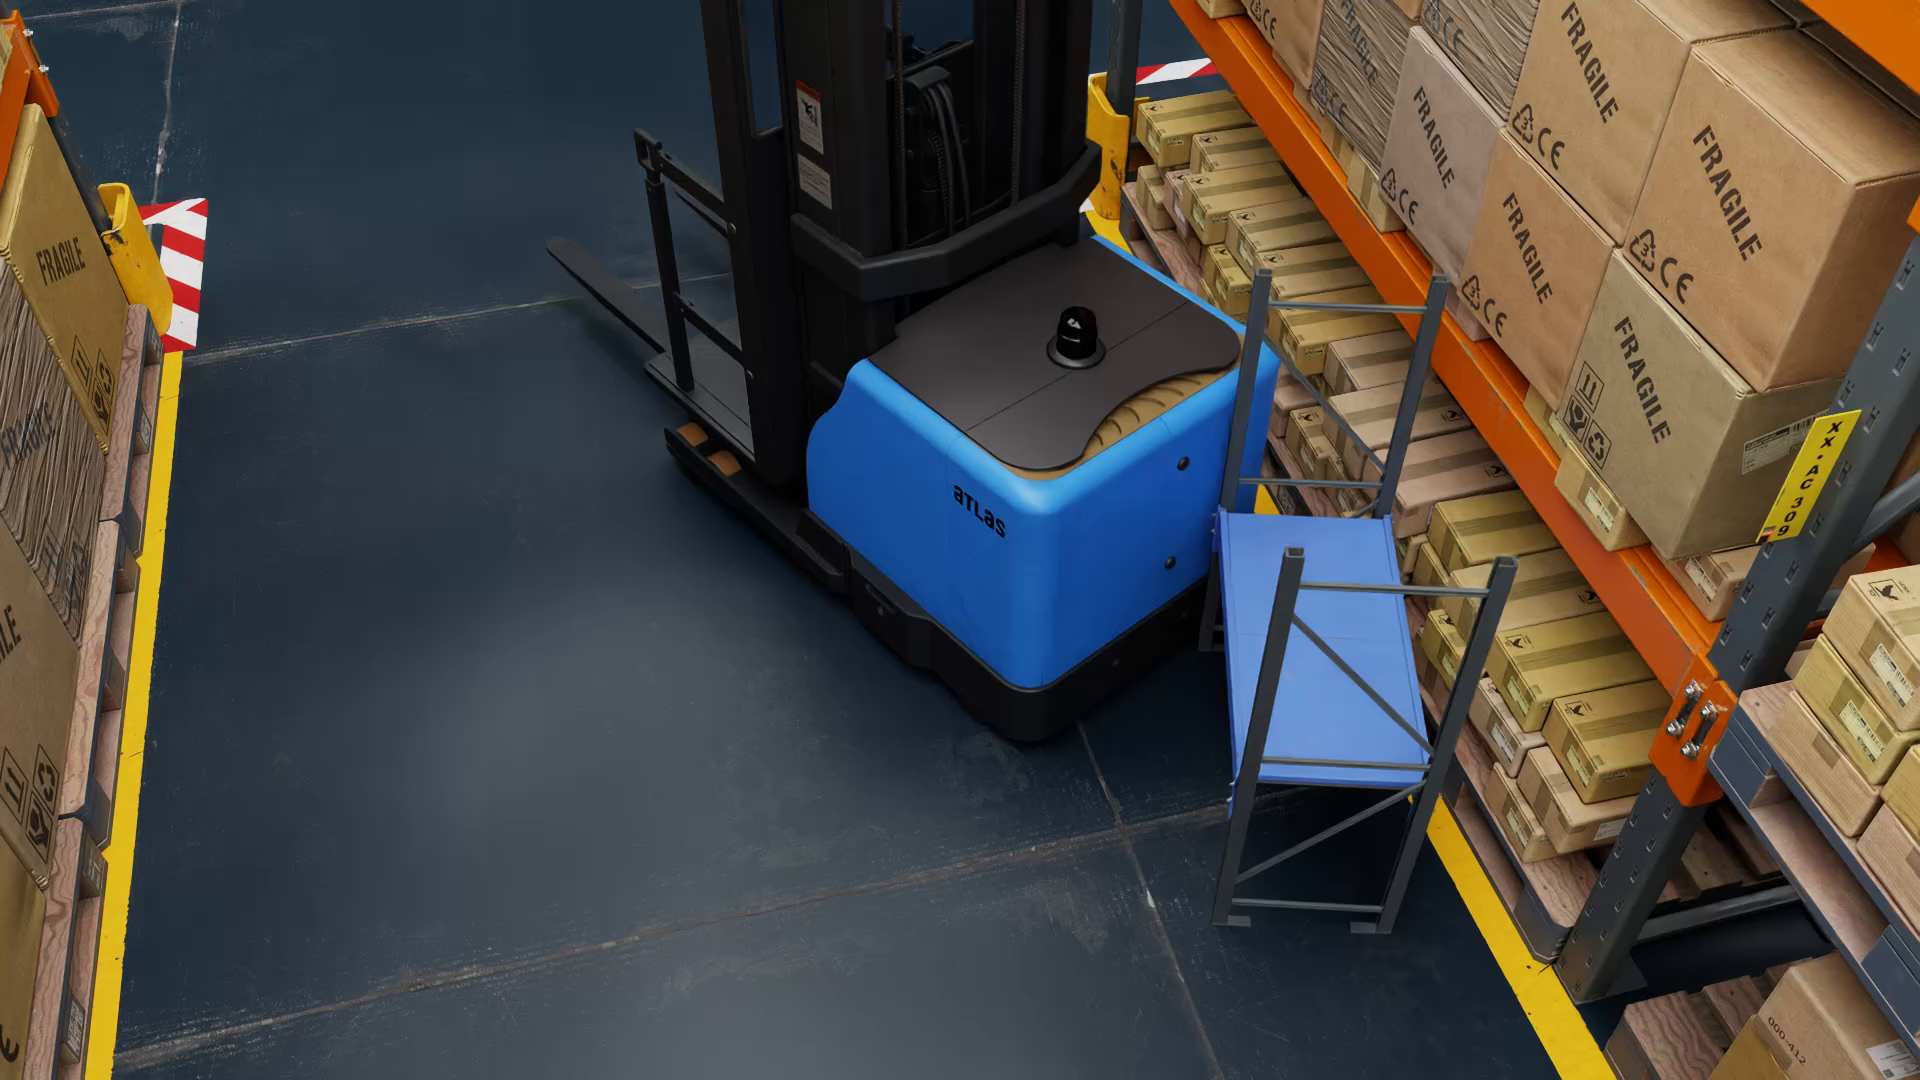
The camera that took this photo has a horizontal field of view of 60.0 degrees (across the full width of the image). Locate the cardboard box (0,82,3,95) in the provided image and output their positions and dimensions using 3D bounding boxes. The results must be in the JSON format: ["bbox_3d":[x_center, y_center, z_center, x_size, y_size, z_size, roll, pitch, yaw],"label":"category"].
[{"bbox_3d":[-3.234,-1.389,5.187,0.380,0.149,0.250,-10,46,-10],"label":"cardboard box"}]

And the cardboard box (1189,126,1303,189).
[{"bbox_3d":[1.102,-1.444,6.351,0.380,0.149,0.250,-10,46,-10],"label":"cardboard box"}]

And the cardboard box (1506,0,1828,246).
[{"bbox_3d":[1.614,-1.038,3.688,0.500,0.500,0.500,-12,47,-12],"label":"cardboard box"}]

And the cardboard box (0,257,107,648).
[{"bbox_3d":[-3.237,-0.190,5.030,0.875,0.875,0.875,-11,47,-10],"label":"cardboard box"}]

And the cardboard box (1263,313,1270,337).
[{"bbox_3d":[1.279,-0.809,5.936,0.380,0.149,0.250,-13,47,-12],"label":"cardboard box"}]

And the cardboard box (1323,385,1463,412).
[{"bbox_3d":[1.449,-0.441,5.576,0.380,0.149,0.250,-9,46,-8],"label":"cardboard box"}]

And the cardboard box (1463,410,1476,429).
[{"bbox_3d":[1.838,-0.433,5.776,0.380,0.149,0.250,-9,46,-9],"label":"cardboard box"}]

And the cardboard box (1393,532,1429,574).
[{"bbox_3d":[1.525,-0.060,5.202,0.380,0.149,0.250,-10,46,-9],"label":"cardboard box"}]

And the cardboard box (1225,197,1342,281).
[{"bbox_3d":[1.186,-1.091,6.004,0.380,0.149,0.250,-13,47,-12],"label":"cardboard box"}]

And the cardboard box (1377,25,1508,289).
[{"bbox_3d":[1.478,-1.041,4.392,0.500,0.500,0.500,-11,47,-11],"label":"cardboard box"}]

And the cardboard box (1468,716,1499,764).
[{"bbox_3d":[1.718,0.530,4.832,0.380,0.149,0.250,-10,46,-9],"label":"cardboard box"}]

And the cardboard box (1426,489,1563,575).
[{"bbox_3d":[1.625,-0.006,4.941,0.380,0.149,0.250,-9,46,-9],"label":"cardboard box"}]

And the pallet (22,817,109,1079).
[{"bbox_3d":[-2.806,1.356,4.273,1.003,0.211,1.213,-11,47,-10],"label":"pallet"}]

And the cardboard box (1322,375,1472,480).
[{"bbox_3d":[1.386,-0.360,5.288,0.380,0.149,0.250,-12,47,-12],"label":"cardboard box"}]

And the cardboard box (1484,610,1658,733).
[{"bbox_3d":[1.687,0.358,4.585,0.380,0.149,0.250,-10,46,-10],"label":"cardboard box"}]

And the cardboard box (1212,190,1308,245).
[{"bbox_3d":[1.159,-1.172,6.292,0.380,0.149,0.250,-10,46,-10],"label":"cardboard box"}]

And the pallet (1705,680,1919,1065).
[{"bbox_3d":[2.188,0.704,3.094,1.003,0.211,1.213,-11,47,-10],"label":"pallet"}]

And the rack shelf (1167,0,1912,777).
[{"bbox_3d":[1.621,-1.047,5.179,1.077,0.370,4.000,-11,47,-10],"label":"rack shelf"}]

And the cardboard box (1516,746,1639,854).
[{"bbox_3d":[1.745,0.670,4.487,0.380,0.149,0.250,-10,46,-10],"label":"cardboard box"}]

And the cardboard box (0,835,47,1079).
[{"bbox_3d":[-2.779,1.046,3.818,0.875,0.875,0.875,-11,47,-10],"label":"cardboard box"}]

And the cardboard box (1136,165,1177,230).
[{"bbox_3d":[0.934,-1.408,6.732,0.380,0.149,0.250,-10,46,-10],"label":"cardboard box"}]

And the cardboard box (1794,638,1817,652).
[{"bbox_3d":[2.232,0.248,4.692,0.380,0.149,0.250,-9,46,-8],"label":"cardboard box"}]

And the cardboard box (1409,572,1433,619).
[{"bbox_3d":[1.638,0.155,5.200,0.380,0.149,0.250,-12,47,-11],"label":"cardboard box"}]

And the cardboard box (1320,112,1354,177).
[{"bbox_3d":[1.324,-1.240,5.041,0.380,0.149,0.250,-9,46,-9],"label":"cardboard box"}]

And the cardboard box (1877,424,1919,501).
[{"bbox_3d":[2.250,-0.445,3.807,0.500,0.500,0.500,-11,47,-11],"label":"cardboard box"}]

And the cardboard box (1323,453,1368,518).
[{"bbox_3d":[1.437,-0.182,5.530,0.380,0.149,0.250,-10,46,-10],"label":"cardboard box"}]

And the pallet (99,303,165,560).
[{"bbox_3d":[-3.431,-0.328,5.924,1.003,0.211,1.213,-11,47,-10],"label":"pallet"}]

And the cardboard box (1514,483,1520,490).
[{"bbox_3d":[1.987,-0.181,5.321,0.380,0.149,0.250,-9,46,-8],"label":"cardboard box"}]

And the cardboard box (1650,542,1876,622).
[{"bbox_3d":[1.834,0.016,3.810,0.380,0.149,0.250,-11,47,-11],"label":"cardboard box"}]

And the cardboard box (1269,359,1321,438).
[{"bbox_3d":[1.247,-0.529,5.870,0.380,0.149,0.250,-13,47,-12],"label":"cardboard box"}]

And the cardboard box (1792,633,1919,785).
[{"bbox_3d":[1.789,0.275,3.054,0.380,0.149,0.250,-10,46,-10],"label":"cardboard box"}]

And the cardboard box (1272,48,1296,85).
[{"bbox_3d":[1.242,-1.598,5.392,0.380,0.149,0.250,-11,47,-11],"label":"cardboard box"}]

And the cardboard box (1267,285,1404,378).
[{"bbox_3d":[1.271,-0.708,5.629,0.380,0.149,0.250,-10,46,-10],"label":"cardboard box"}]

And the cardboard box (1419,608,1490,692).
[{"bbox_3d":[1.578,0.303,4.846,0.380,0.149,0.250,-12,47,-12],"label":"cardboard box"}]

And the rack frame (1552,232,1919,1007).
[{"bbox_3d":[2.133,0.082,3.569,1.000,3.000,0.127,-11,47,-10],"label":"rack frame"}]

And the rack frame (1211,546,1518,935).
[{"bbox_3d":[0.958,0.561,4.150,0.500,1.500,0.032,2,46,2],"label":"rack frame"}]

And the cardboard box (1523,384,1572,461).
[{"bbox_3d":[1.652,-0.337,4.156,0.380,0.149,0.250,-9,46,-9],"label":"cardboard box"}]

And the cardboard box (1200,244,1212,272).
[{"bbox_3d":[1.150,-1.072,6.403,0.380,0.149,0.250,-10,46,-10],"label":"cardboard box"}]

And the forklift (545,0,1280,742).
[{"bbox_3d":[-0.402,-1.392,5.062,1.130,2.935,3.031,-32,54,-27],"label":"forklift"}]

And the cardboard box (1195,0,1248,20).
[{"bbox_3d":[0.998,-1.944,5.731,0.380,0.149,0.250,-12,47,-11],"label":"cardboard box"}]

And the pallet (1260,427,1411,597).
[{"bbox_3d":[1.611,-0.243,5.840,1.003,0.211,1.213,-11,47,-10],"label":"pallet"}]

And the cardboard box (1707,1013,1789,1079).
[{"bbox_3d":[2.066,1.369,3.764,0.500,0.500,0.500,-9,46,-9],"label":"cardboard box"}]

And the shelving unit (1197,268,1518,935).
[{"bbox_3d":[0.989,0.199,4.505,0.538,1.500,1.048,2,46,2],"label":"shelving unit"}]

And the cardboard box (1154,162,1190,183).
[{"bbox_3d":[0.995,-1.524,6.637,0.380,0.149,0.250,-9,46,-9],"label":"cardboard box"}]
